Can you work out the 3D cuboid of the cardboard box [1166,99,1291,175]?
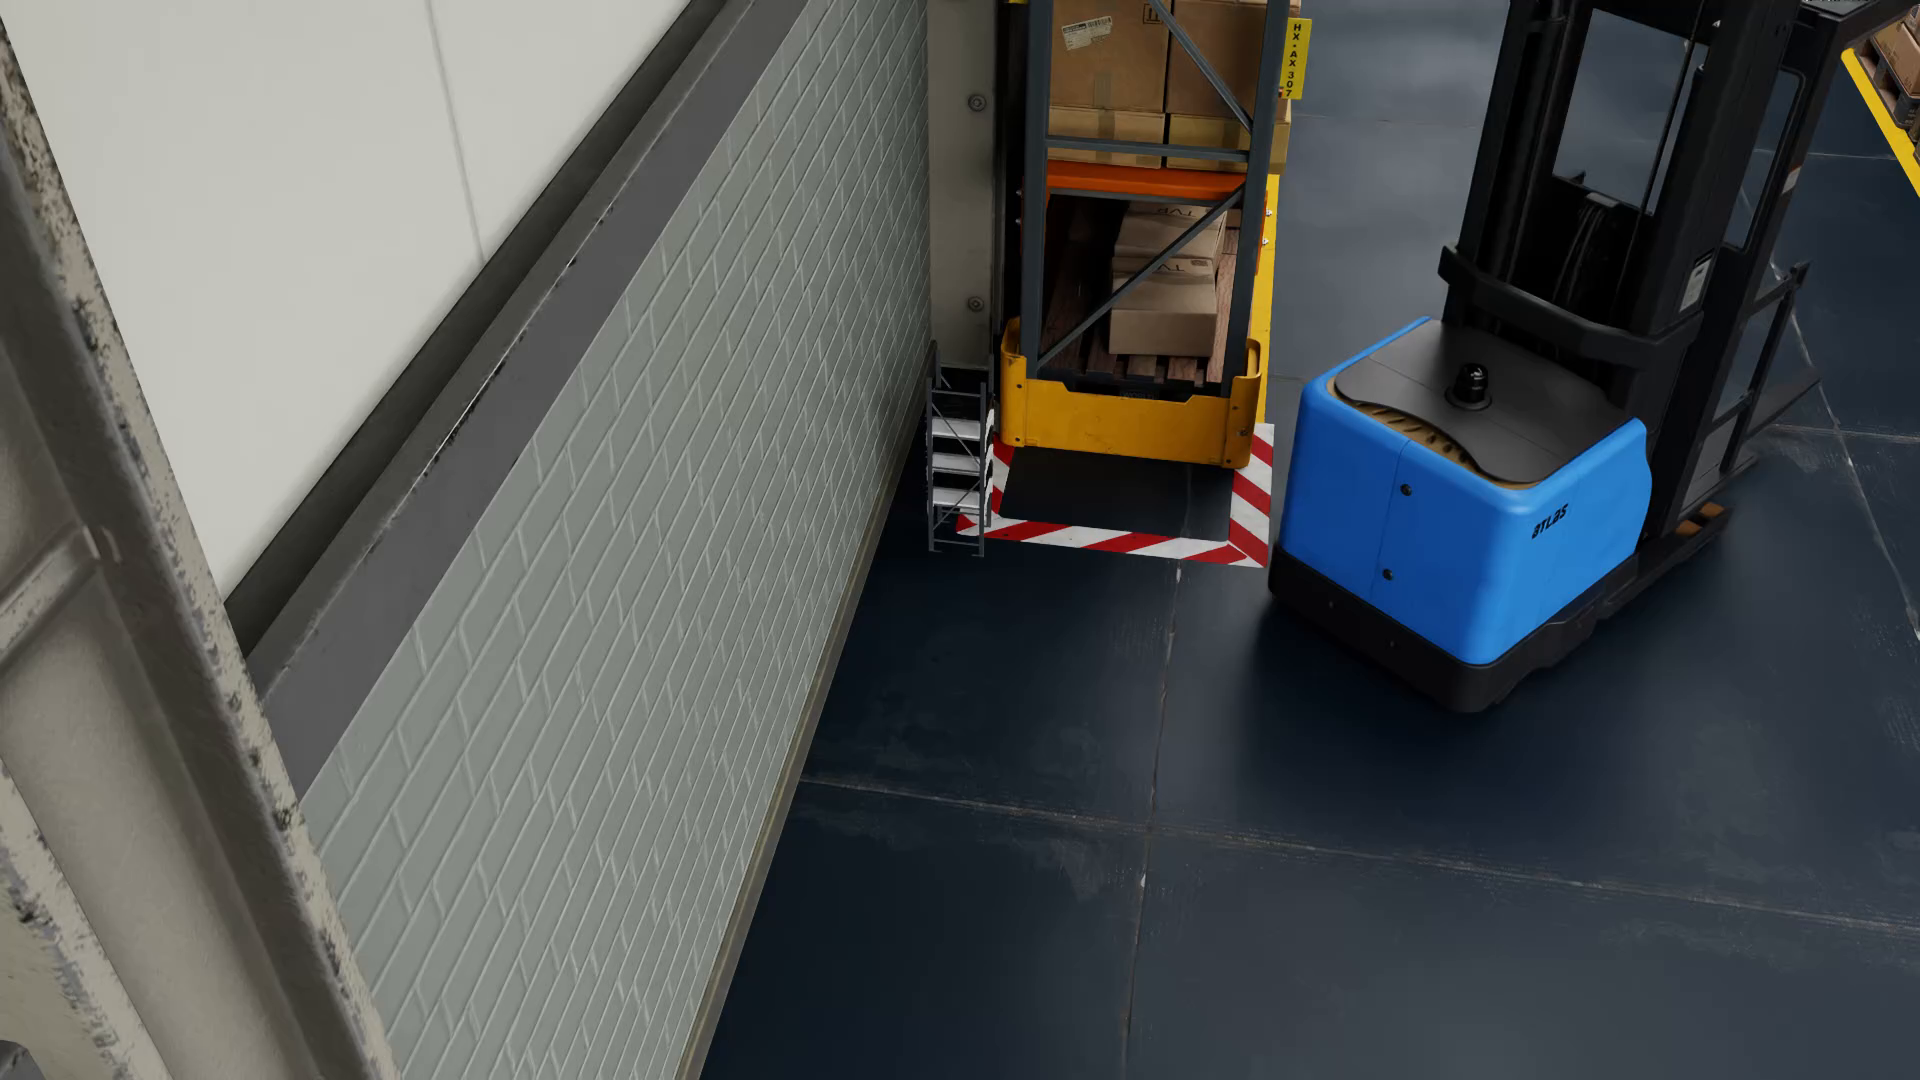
[{"bbox_3d":[1.164,-1.822,7.201,0.500,0.250,0.500,5,40,6],"label":"cardboard box"}]

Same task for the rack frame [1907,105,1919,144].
[{"bbox_3d":[6.339,-3.567,9.210,1.000,3.000,0.127,6,40,8],"label":"rack frame"}]

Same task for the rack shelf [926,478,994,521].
[{"bbox_3d":[0.001,-0.187,7.105,0.258,0.077,0.200,6,40,8],"label":"rack shelf"}]

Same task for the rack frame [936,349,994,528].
[{"bbox_3d":[0.019,-0.416,7.046,0.240,0.900,0.006,6,40,8],"label":"rack frame"}]

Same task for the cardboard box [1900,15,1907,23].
[{"bbox_3d":[6.210,-3.498,10.516,0.500,0.311,0.500,7,40,9],"label":"cardboard box"}]

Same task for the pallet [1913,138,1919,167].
[{"bbox_3d":[6.160,-1.998,9.501,1.003,0.211,1.213,6,40,8],"label":"pallet"}]

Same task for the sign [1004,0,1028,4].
[{"bbox_3d":[0.224,-2.243,6.452,0.100,0.325,0.005,6,40,8],"label":"sign"}]

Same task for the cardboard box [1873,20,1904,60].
[{"bbox_3d":[6.214,-3.279,10.690,0.500,0.250,0.500,6,40,7],"label":"cardboard box"}]

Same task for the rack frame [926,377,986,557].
[{"bbox_3d":[-0.016,-0.288,6.892,0.240,0.900,0.006,6,40,8],"label":"rack frame"}]

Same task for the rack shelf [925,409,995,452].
[{"bbox_3d":[0.001,-0.465,6.876,0.258,0.077,0.200,6,40,8],"label":"rack shelf"}]

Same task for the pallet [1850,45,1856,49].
[{"bbox_3d":[6.637,-3.727,11.592,1.003,0.211,1.213,6,40,8],"label":"pallet"}]

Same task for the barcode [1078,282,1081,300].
[{"bbox_3d":[0.584,-1.217,8.126,0.001,0.075,0.075,6,40,8],"label":"barcode"}]

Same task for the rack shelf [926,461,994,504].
[{"bbox_3d":[0.001,-0.257,7.048,0.258,0.077,0.200,6,40,8],"label":"rack shelf"}]

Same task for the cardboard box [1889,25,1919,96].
[{"bbox_3d":[6.125,-2.962,10.306,0.500,0.250,0.500,6,40,7],"label":"cardboard box"}]

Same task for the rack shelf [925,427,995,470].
[{"bbox_3d":[0.001,-0.395,6.933,0.258,0.077,0.200,6,40,8],"label":"rack shelf"}]

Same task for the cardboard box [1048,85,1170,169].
[{"bbox_3d":[0.657,-1.865,7.254,0.500,0.250,0.500,7,40,8],"label":"cardboard box"}]

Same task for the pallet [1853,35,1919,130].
[{"bbox_3d":[6.428,-2.959,10.663,1.003,0.211,1.213,6,40,8],"label":"pallet"}]

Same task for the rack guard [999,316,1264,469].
[{"bbox_3d":[0.780,-0.685,7.686,1.175,0.500,0.348,6,40,8],"label":"rack guard"}]

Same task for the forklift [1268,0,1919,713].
[{"bbox_3d":[2.719,-1.273,6.490,3.031,2.935,1.130,-29,48,-31],"label":"forklift"}]

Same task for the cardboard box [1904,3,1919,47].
[{"bbox_3d":[6.126,-3.171,10.120,0.500,0.311,0.500,6,40,8],"label":"cardboard box"}]

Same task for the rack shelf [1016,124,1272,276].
[{"bbox_3d":[1.113,-2.579,8.579,1.077,0.370,4.000,6,40,8],"label":"rack shelf"}]

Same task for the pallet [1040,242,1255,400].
[{"bbox_3d":[0.955,-1.080,8.390,1.003,0.211,1.213,6,40,8],"label":"pallet"}]

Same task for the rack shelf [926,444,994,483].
[{"bbox_3d":[0.001,-0.326,6.990,0.258,0.077,0.200,6,40,8],"label":"rack shelf"}]

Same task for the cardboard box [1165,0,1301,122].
[{"bbox_3d":[1.145,-2.106,6.957,0.500,0.500,0.500,6,40,8],"label":"cardboard box"}]

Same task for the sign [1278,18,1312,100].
[{"bbox_3d":[1.301,-1.875,6.484,0.100,0.325,0.005,6,40,8],"label":"sign"}]

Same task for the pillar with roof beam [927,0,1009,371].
[{"bbox_3d":[4.276,-3.973,4.993,9.100,9.000,0.400,6,40,8],"label":"pillar with roof beam"}]

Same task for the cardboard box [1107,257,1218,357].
[{"bbox_3d":[0.975,-1.158,8.062,0.500,0.311,0.500,2,40,3],"label":"cardboard box"}]

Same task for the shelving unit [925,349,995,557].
[{"bbox_3d":[0.001,-0.352,6.969,0.258,0.900,0.210,6,40,8],"label":"shelving unit"}]

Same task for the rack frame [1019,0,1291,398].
[{"bbox_3d":[0.767,-1.601,6.832,1.000,3.000,0.127,6,40,8],"label":"rack frame"}]

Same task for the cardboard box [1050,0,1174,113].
[{"bbox_3d":[0.639,-2.159,7.021,0.500,0.500,0.500,6,40,7],"label":"cardboard box"}]

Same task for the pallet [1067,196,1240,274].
[{"bbox_3d":[1.169,-1.843,9.314,1.003,0.211,1.213,6,40,8],"label":"pallet"}]

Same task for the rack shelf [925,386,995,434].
[{"bbox_3d":[0.001,-0.534,6.818,0.258,0.077,0.200,6,40,8],"label":"rack shelf"}]

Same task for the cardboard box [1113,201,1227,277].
[{"bbox_3d":[1.074,-1.516,8.495,0.500,0.311,0.500,10,41,11],"label":"cardboard box"}]

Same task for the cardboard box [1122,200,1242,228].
[{"bbox_3d":[1.250,-2.044,8.984,0.700,0.500,0.500,4,40,5],"label":"cardboard box"}]
